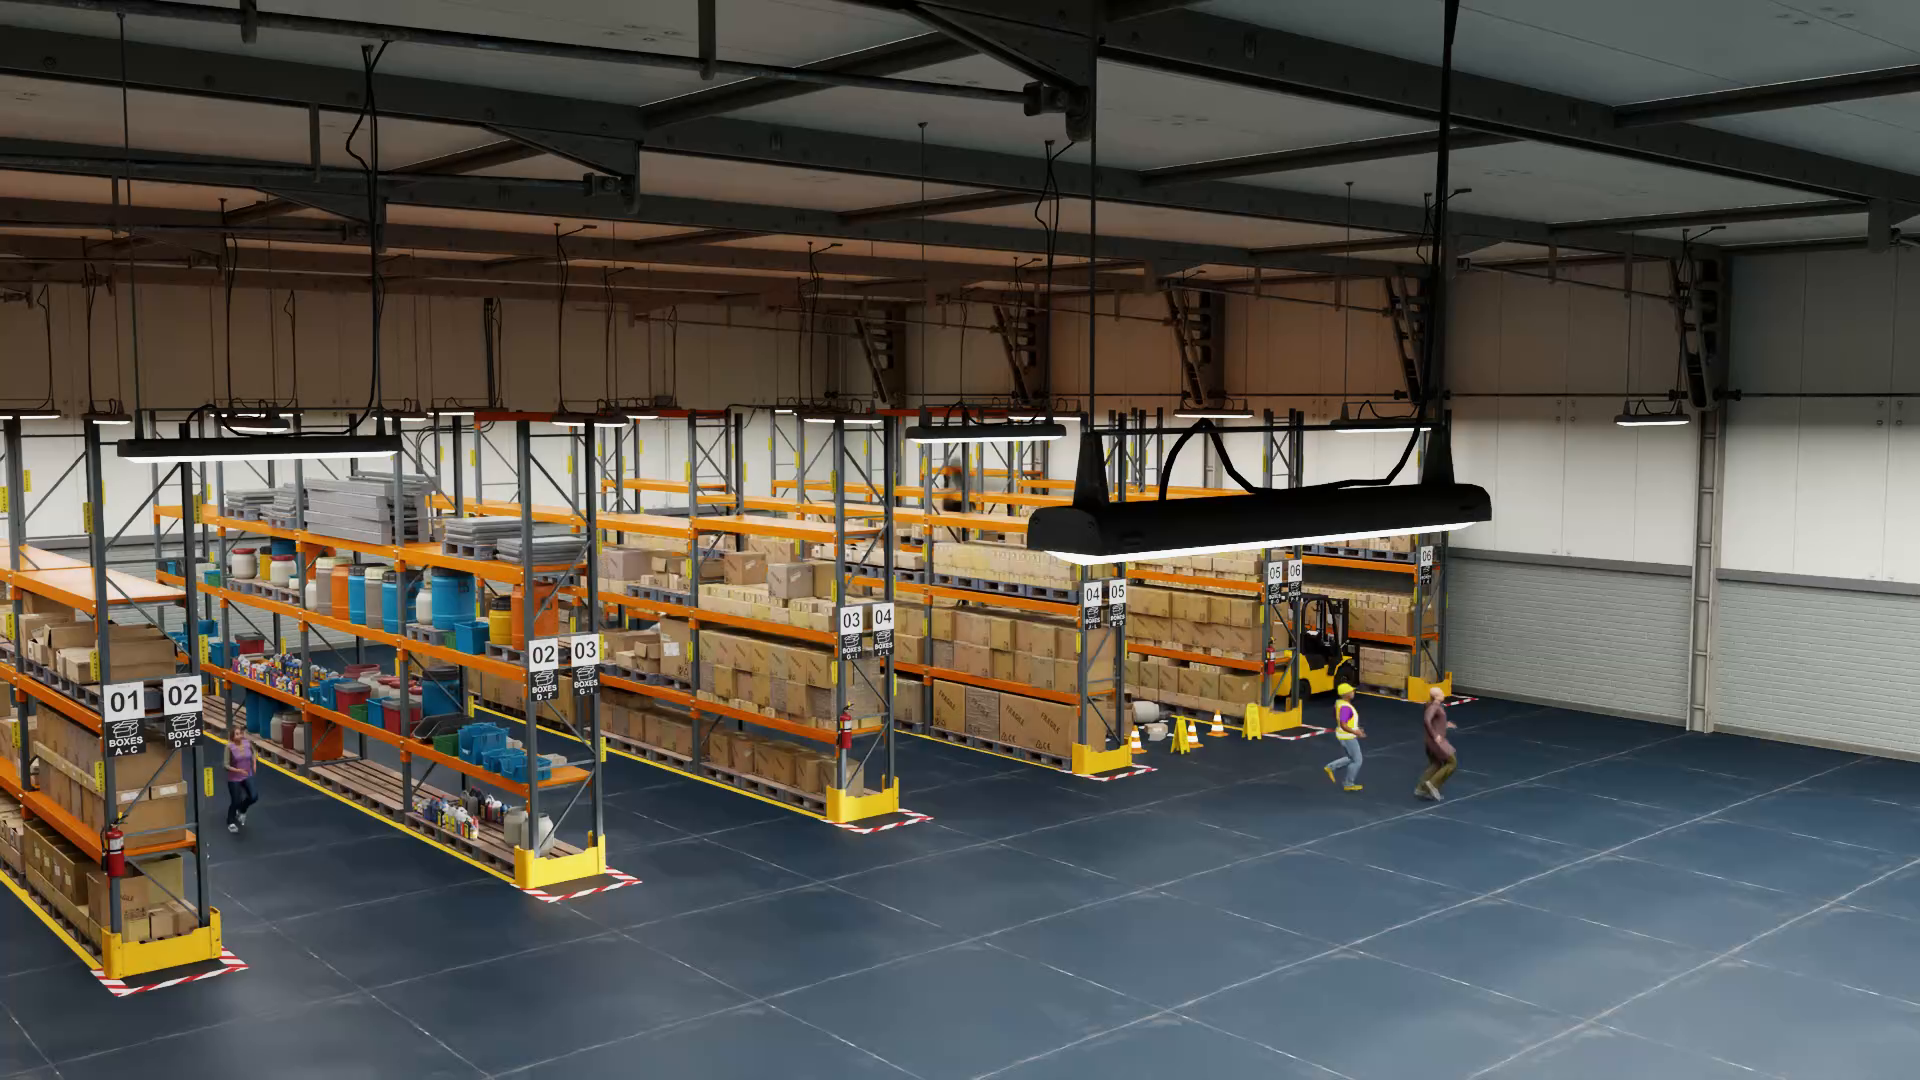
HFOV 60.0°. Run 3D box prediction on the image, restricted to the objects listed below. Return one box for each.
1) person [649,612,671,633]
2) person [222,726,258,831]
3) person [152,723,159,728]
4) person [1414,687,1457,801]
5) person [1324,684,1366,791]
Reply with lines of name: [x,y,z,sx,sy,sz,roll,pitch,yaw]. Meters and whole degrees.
person: [-6.189,2.356,35.119,0.646,1.775,0.685,-4,7,-41]
person: [-10.348,3.446,23.968,0.699,1.554,0.564,5,7,44]
person: [-13.219,3.125,27.062,0.568,1.629,0.552,4,7,41]
person: [7.429,3.172,25.948,0.649,1.776,0.770,1,5,7]
person: [6.138,3.142,26.549,0.610,1.718,0.698,0,5,4]
